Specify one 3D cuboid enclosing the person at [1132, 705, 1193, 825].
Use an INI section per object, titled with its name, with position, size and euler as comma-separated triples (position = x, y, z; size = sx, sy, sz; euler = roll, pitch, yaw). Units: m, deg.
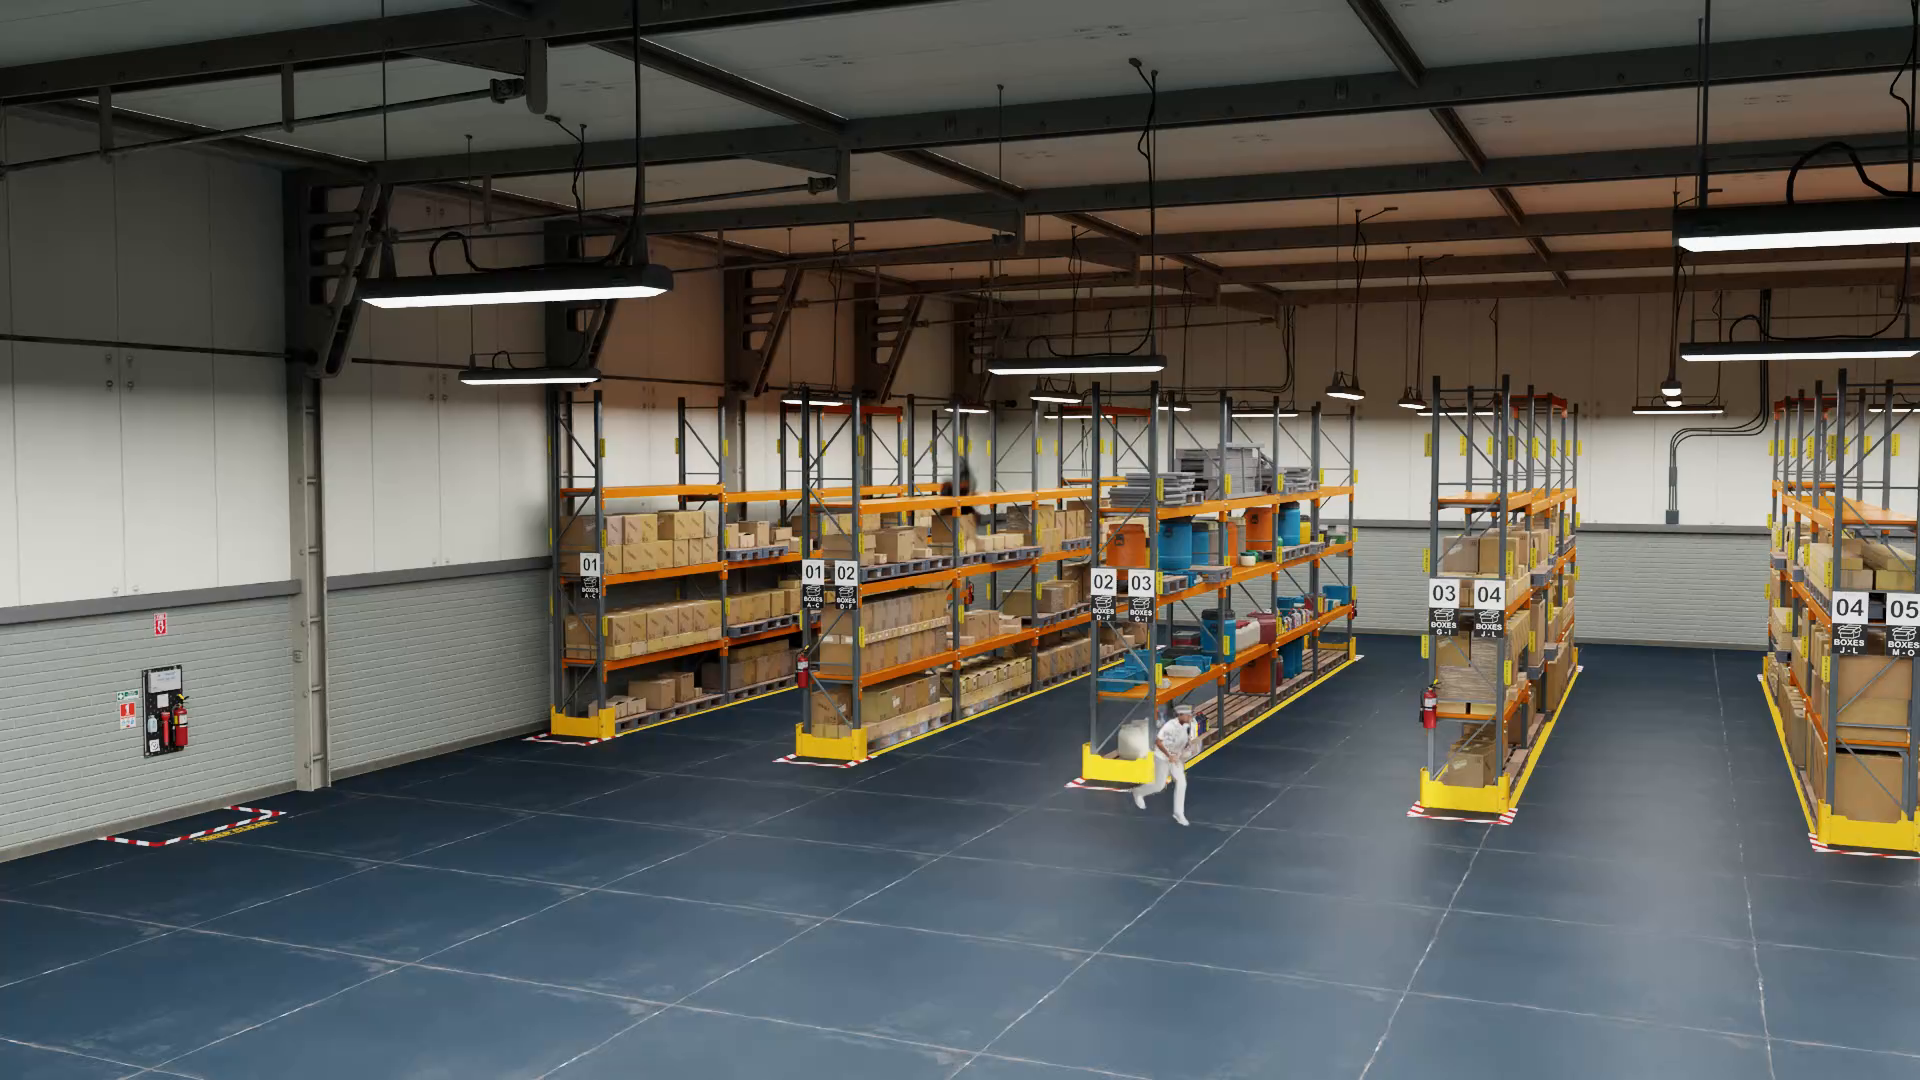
[person]
position = 2.744, 2.986, 22.460
size = 0.963, 1.630, 0.600
euler = 3, 4, 41
